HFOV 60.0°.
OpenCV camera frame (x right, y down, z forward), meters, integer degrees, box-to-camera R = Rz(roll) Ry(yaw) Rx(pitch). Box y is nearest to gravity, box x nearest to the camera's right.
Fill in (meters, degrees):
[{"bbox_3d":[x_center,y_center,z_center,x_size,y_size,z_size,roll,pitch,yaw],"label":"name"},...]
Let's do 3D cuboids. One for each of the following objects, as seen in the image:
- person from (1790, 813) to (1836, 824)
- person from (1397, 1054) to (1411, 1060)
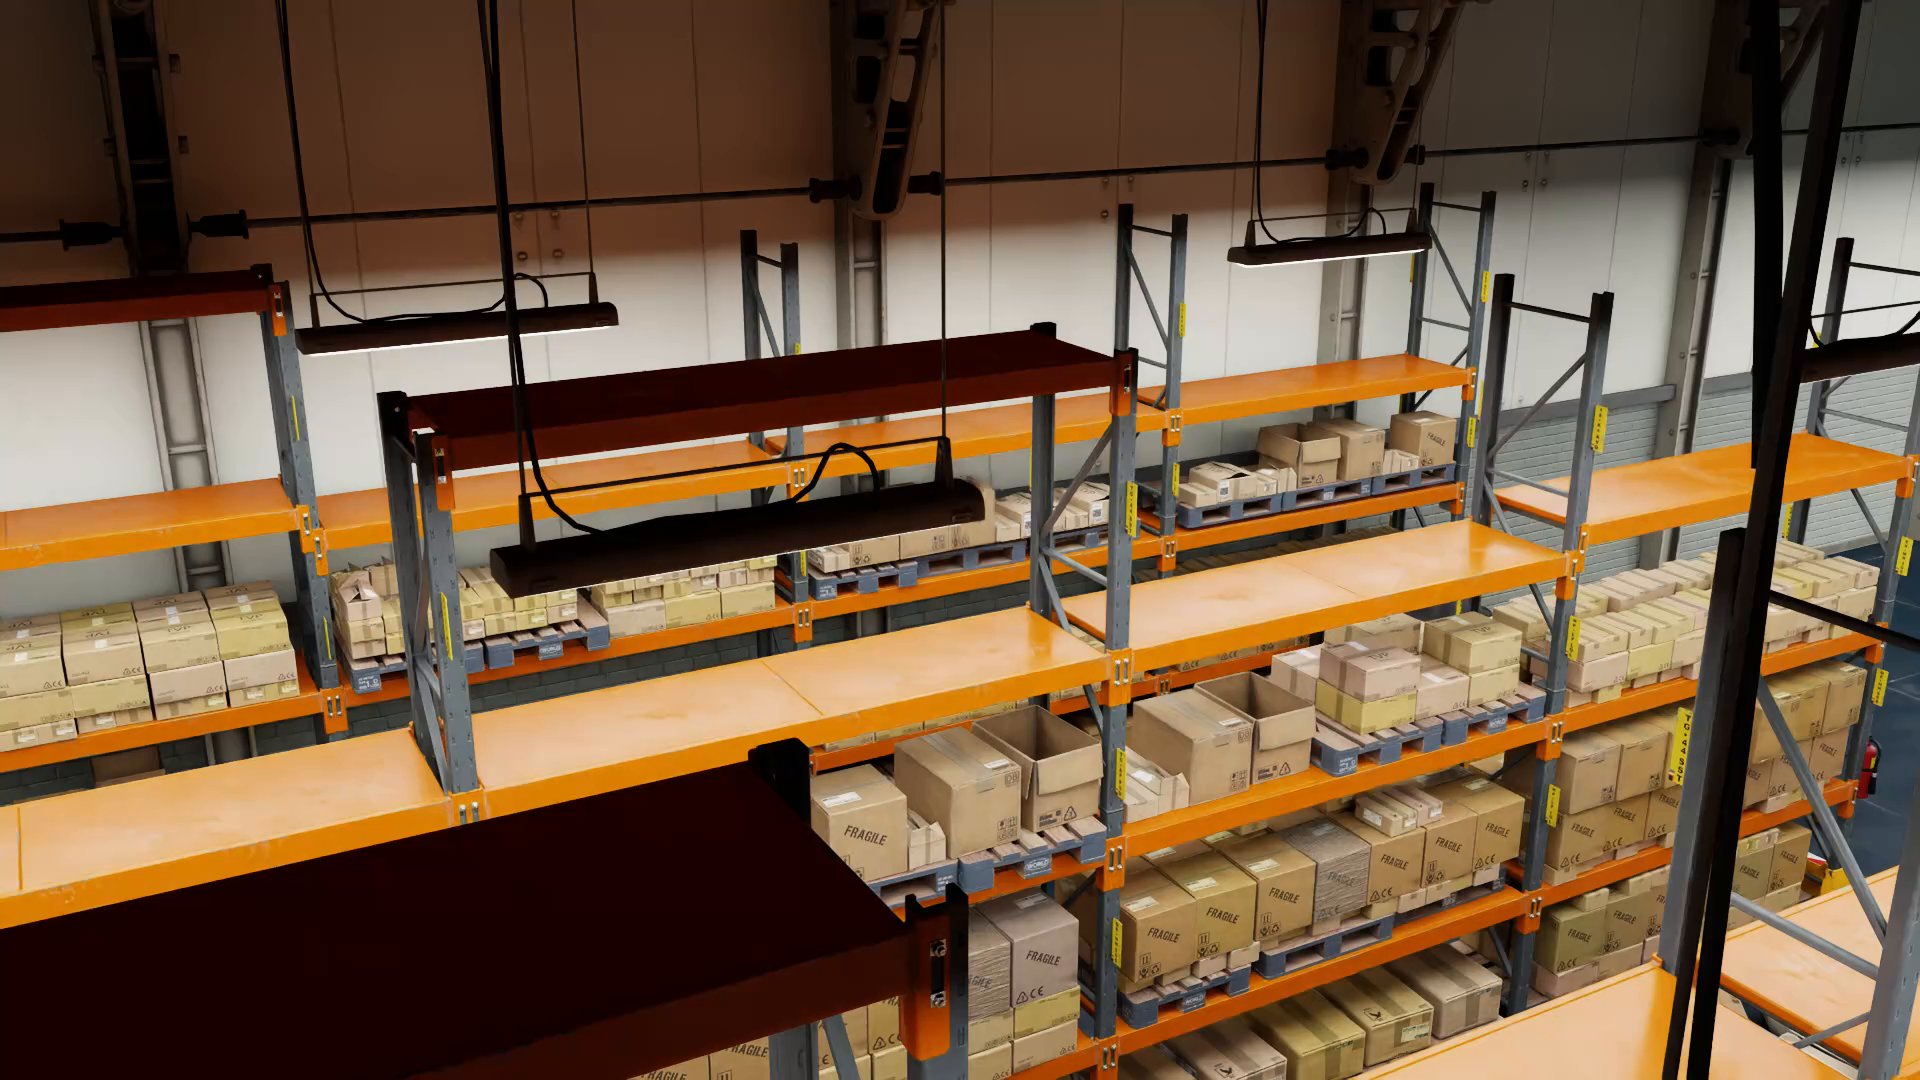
[{"bbox_3d":[8.429,2.059,16.415,0.731,1.778,0.605,14,23,37],"label":"person"},{"bbox_3d":[2.874,4.027,10.590,0.428,1.664,0.551,-11,21,-30],"label":"person"}]
